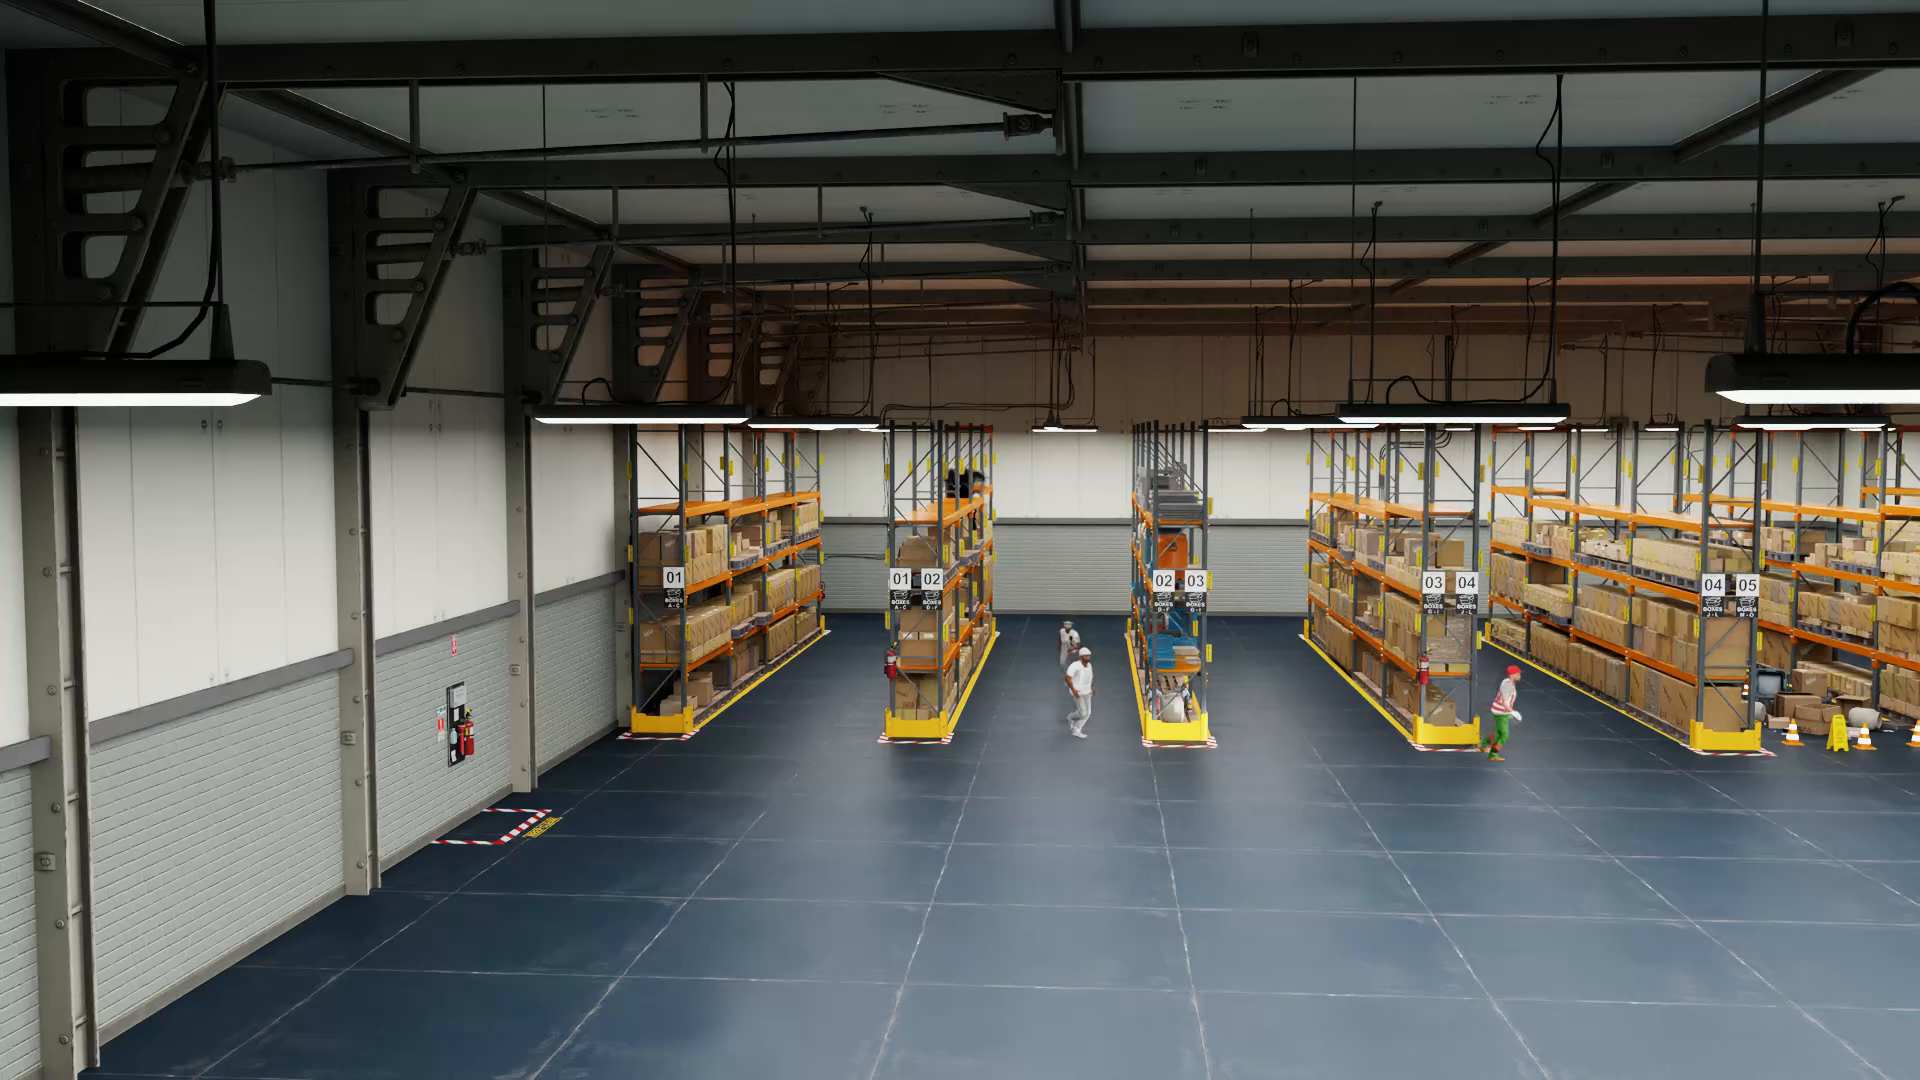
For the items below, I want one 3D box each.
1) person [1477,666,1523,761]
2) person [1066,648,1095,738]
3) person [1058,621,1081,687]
[{"bbox_3d":[9.434,3.027,29.081,0.786,1.704,0.648,2,4,24],"label":"person"},{"bbox_3d":[2.250,2.883,31.525,0.700,1.704,0.590,-3,5,-40],"label":"person"},{"bbox_3d":[2.517,2.559,38.004,0.600,1.487,1.029,1,4,17],"label":"person"}]
